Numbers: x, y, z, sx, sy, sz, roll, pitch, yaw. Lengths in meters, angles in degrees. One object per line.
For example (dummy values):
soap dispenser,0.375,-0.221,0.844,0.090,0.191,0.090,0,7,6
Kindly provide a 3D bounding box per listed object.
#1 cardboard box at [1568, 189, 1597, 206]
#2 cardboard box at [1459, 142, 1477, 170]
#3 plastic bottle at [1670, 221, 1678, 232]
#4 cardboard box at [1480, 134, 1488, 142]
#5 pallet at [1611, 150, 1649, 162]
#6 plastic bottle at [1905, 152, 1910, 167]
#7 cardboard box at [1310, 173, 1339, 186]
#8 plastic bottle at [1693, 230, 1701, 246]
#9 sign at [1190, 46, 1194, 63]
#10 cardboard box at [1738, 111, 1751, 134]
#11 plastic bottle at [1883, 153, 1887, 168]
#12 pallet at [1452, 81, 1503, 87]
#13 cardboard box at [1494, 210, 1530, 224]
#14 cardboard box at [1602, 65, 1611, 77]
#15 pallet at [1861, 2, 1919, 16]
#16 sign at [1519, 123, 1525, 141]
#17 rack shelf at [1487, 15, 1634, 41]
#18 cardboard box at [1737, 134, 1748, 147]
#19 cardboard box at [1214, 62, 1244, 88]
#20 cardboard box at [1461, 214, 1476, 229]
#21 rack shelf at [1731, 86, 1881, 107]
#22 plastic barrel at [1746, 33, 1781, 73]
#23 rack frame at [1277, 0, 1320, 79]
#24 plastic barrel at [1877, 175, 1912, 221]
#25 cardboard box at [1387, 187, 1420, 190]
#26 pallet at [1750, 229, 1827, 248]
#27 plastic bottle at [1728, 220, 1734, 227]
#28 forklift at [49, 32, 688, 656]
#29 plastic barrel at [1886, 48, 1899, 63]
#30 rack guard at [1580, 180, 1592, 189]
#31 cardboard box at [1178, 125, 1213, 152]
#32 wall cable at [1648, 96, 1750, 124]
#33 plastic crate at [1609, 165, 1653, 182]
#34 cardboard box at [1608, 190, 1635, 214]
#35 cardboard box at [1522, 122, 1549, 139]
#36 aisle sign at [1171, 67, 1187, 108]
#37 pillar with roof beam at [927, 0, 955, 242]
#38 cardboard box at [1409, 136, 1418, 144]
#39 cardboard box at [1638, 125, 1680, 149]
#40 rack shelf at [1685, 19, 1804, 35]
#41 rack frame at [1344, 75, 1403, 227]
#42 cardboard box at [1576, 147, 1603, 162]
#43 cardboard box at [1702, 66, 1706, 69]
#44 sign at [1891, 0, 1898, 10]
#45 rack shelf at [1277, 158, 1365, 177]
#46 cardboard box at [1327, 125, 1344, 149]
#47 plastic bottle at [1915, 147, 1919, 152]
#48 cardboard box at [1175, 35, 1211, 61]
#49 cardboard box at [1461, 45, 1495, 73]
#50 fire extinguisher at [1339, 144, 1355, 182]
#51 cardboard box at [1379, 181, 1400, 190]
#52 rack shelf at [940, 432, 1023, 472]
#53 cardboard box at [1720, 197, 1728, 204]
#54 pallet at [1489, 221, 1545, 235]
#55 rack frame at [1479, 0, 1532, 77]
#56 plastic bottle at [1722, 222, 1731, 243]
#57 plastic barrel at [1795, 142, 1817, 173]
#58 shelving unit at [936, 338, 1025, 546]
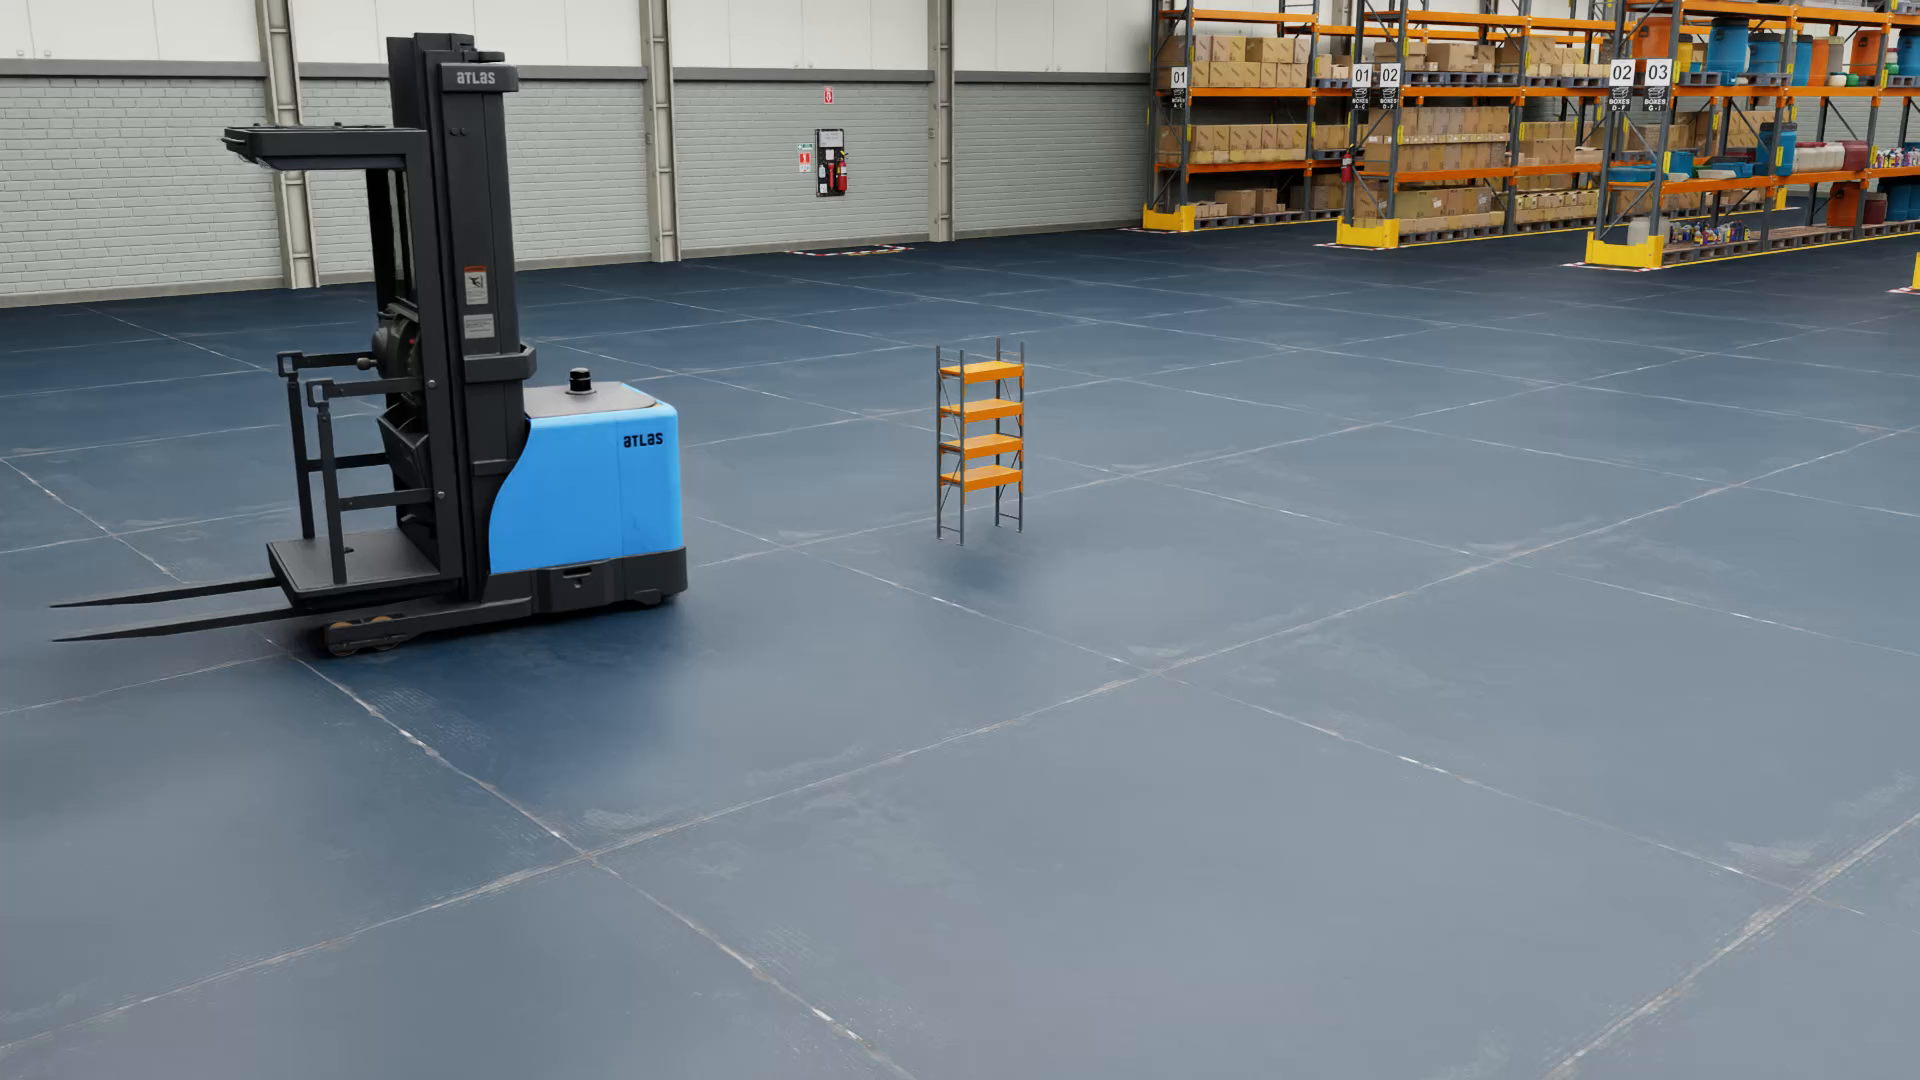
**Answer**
cardboard box,12.885,-7.134,34.573,0.500,0.311,0.500,-13,20,-40
cardboard box,9.384,-7.334,31.701,0.500,0.500,0.700,-12,19,-39
plastic bottle,12.253,-5.313,28.610,0.185,0.351,0.144,-12,19,-37
cardboard box,9.843,-7.680,31.738,0.250,0.149,0.380,-13,20,-39
pallet,13.972,-8.250,35.697,1.003,0.211,1.213,-13,19,-39
plastic bottle,18.611,-7.484,32.681,0.133,0.283,0.061,-13,19,-39
cardboard box,8.109,-8.071,37.192,0.500,0.250,0.500,-13,20,-41
plastic bottle,12.293,-5.035,27.723,0.097,0.271,0.097,0,15,0
sign,4.573,-9.589,32.830,0.005,0.325,0.100,-13,19,-39
cardboard box,17.841,-9.623,38.333,0.500,0.500,0.500,-13,20,-41
plastic bottle,17.774,-7.296,31.978,0.133,0.283,0.061,-13,19,-39
pallet,12.610,-11.048,40.356,1.217,0.209,0.805,-14,20,-42
cardboard box,10.956,-6.432,33.030,0.500,0.250,0.500,-13,20,-41
cardboard box,13.201,-9.706,34.440,0.500,0.250,0.500,14,21,43
pallet,17.320,-9.980,31.315,1.003,0.211,1.213,-13,19,-39
sign,10.854,-7.886,32.129,0.005,0.325,0.100,-13,19,-39
rack shelf,11.998,-10.233,33.293,4.000,0.370,1.077,-13,19,-39
cardboard box,17.850,-9.146,38.482,0.500,0.500,0.500,-13,20,-40
cardboard box,5.451,-9.511,34.000,0.500,0.500,0.500,-12,19,-37
cardboard box,9.531,-6.120,31.864,0.500,0.250,0.500,-13,19,-39
rack shelf,15.247,-8.013,30.016,4.000,0.370,1.077,-13,19,-39
plastic barrel,13.979,-8.392,29.071,0.708,0.901,0.600,-13,19,-39
rack frame,7.234,-11.399,35.488,0.127,3.000,1.000,-13,19,-39
plastic barrel,18.817,-6.908,33.550,0.708,0.901,0.600,-13,19,-39
cardboard box,8.425,-6.417,31.523,0.500,0.500,0.500,-13,19,-39
pallet,15.225,-5.573,30.706,1.213,0.211,1.003,-13,19,-39
plastic bottle,13.346,-5.368,28.813,0.185,0.351,0.144,-13,19,-39
forklift,-3.014,-1.003,8.324,3.031,2.935,1.130,-8,17,-28
plastic barrel,17.994,-9.297,32.354,0.433,0.535,0.433,0,15,0
rack guard,16.305,-9.330,44.211,0.348,0.500,1.175,-13,19,-39
cardboard box,4.774,-8.145,33.729,0.500,0.500,0.500,-13,19,-39
wall cable,20.788,-12.820,46.826,0.112,2.526,3.097,-13,19,-39
plastic crate,10.901,-5.966,27.060,0.616,0.251,0.499,-13,19,-39
cardboard box,14.038,-7.241,35.537,0.500,0.500,0.500,-12,19,-37
cardboard box,14.244,-10.212,42.088,0.700,0.700,0.980,-13,20,-41
aisle sign,4.360,-9.009,33.126,0.004,0.787,0.394,-13,19,-39
pillar with roof beam,2.477,-9.154,27.083,0.400,9.000,9.100,-13,19,-39
cardboard box,8.106,-7.291,30.282,0.250,0.149,0.380,-13,20,-41
cardboard box,15.543,-8.978,37.041,0.500,0.500,0.700,-9,17,-31
rack shelf,18.033,-11.780,38.315,4.000,0.370,1.077,-13,19,-39
rack frame,7.471,-6.859,30.117,0.127,3.000,1.000,-13,19,-39
cardboard box,13.203,-8.118,35.004,0.500,0.311,0.500,-11,19,-36
cardboard box,17.054,-10.545,37.423,0.500,0.250,0.500,-13,19,-39
sign,17.122,-9.886,30.450,0.005,0.325,0.100,-13,19,-39
rack shelf,8.743,-8.492,37.624,4.000,0.370,1.077,-13,19,-39
cardboard box,8.067,-8.934,36.840,0.500,0.500,0.700,-10,18,-34
plastic bottle,19.200,-7.712,33.405,0.185,0.351,0.144,-13,19,-39
cardboard box,4.667,-9.831,33.261,0.500,0.500,0.500,14,21,43
cardboard box,9.936,-9.271,32.055,0.500,0.500,0.500,-11,18,-35
fire extinguisher,7.077,-6.892,30.391,0.183,0.674,0.296,-13,19,-39
cardboard box,9.743,-8.051,38.570,0.500,0.500,0.700,-12,19,-39
rack shelf,0.125,-0.543,10.217,0.480,0.148,0.258,-13,19,-39
cardboard box,17.629,-7.913,38.701,0.250,0.166,0.380,-13,19,-39
pallet,11.019,-6.322,33.510,1.213,0.211,1.003,-13,19,-39
rack frame,10.489,-10.435,31.880,0.127,3.000,1.000,-13,19,-39
plastic bottle,13.053,-5.252,28.382,0.185,0.351,0.144,-13,20,-40
plastic barrel,15.157,-6.881,29.936,0.433,0.535,0.433,0,15,0
shelving unit,0.125,-0.608,10.200,0.503,1.200,0.258,-13,19,-39
